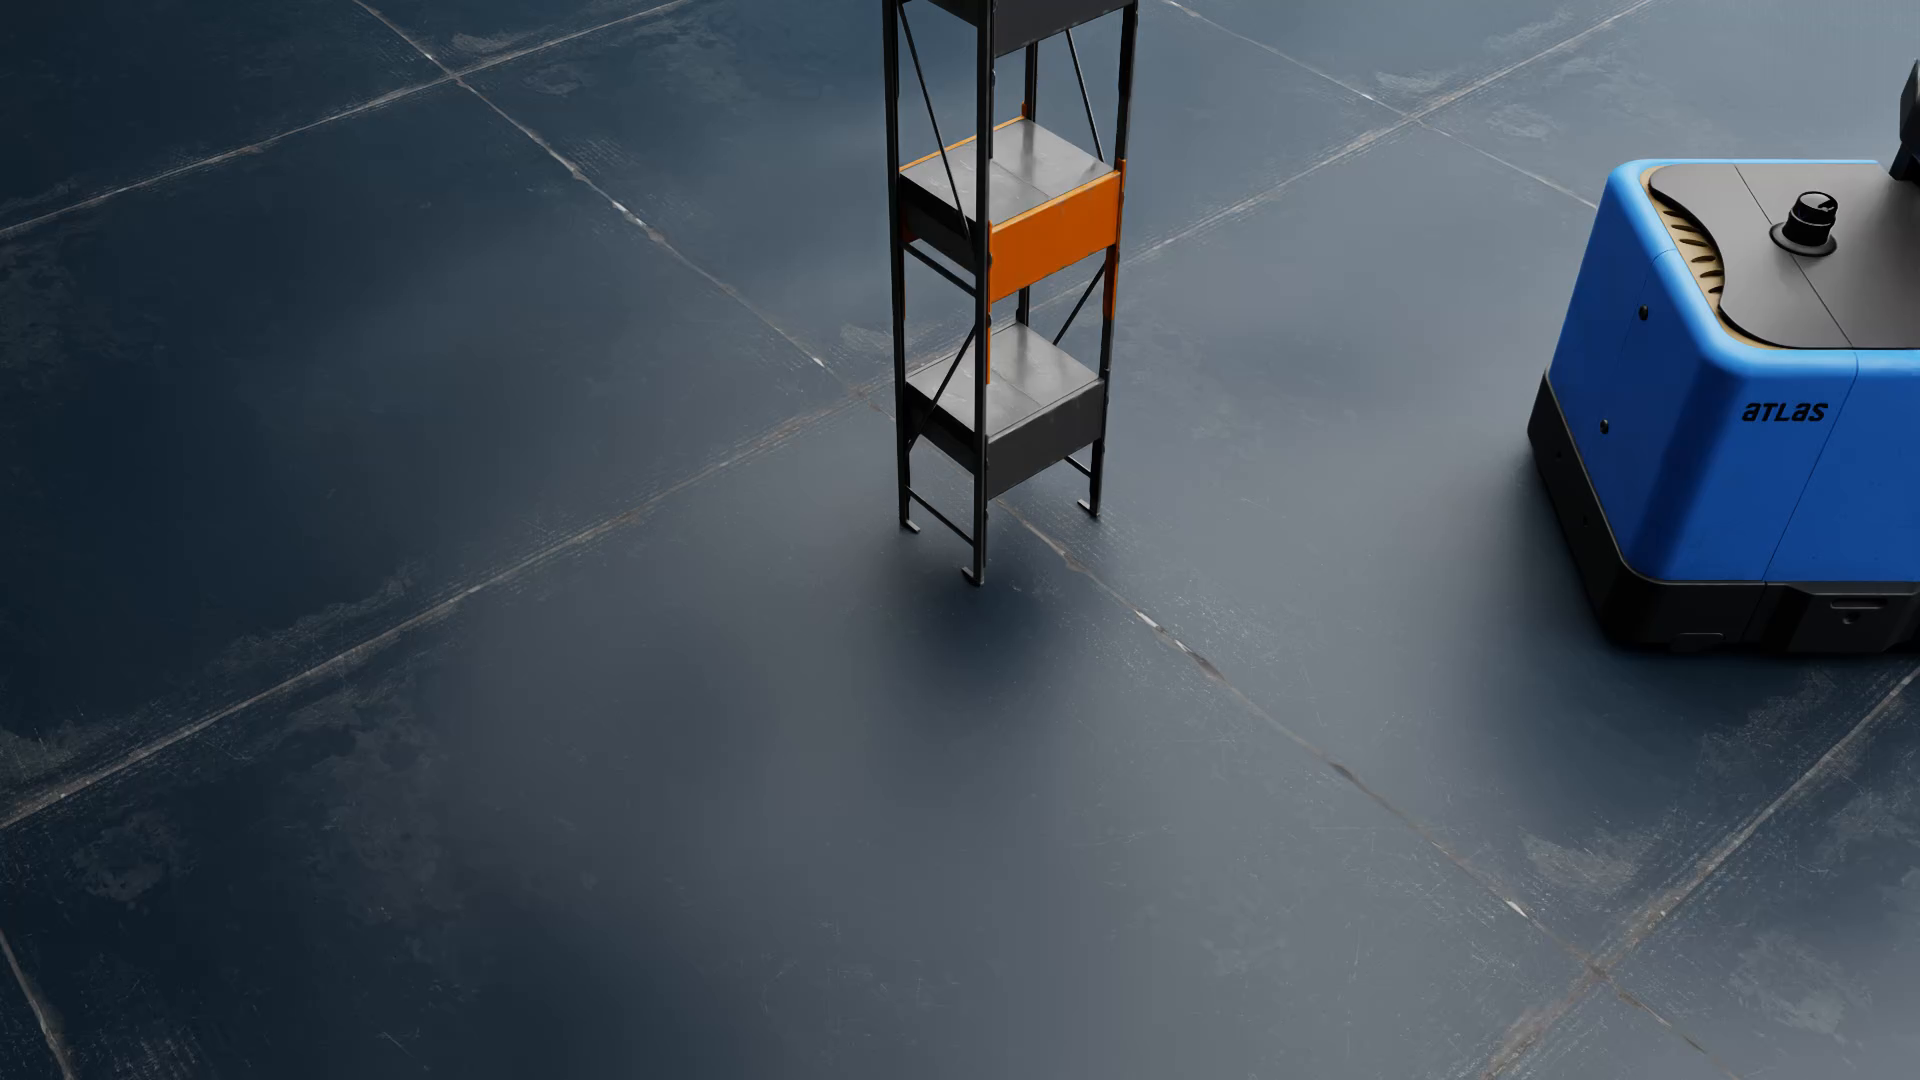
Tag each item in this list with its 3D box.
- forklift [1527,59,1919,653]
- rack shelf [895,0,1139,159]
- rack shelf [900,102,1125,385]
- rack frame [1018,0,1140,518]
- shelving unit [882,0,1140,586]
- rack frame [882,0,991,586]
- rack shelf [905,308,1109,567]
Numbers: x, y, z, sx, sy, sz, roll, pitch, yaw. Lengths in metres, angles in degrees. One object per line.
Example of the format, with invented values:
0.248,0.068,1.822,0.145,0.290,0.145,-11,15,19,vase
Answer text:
3.397,-1.074,4.253,3.031,2.935,1.130,0,43,0,forklift
0.127,-1.338,4.139,0.480,0.518,0.431,-30,51,-28,rack shelf
0.127,-0.828,4.618,0.480,0.518,0.431,-30,51,-28,rack shelf
0.314,-0.945,4.723,0.015,2.100,0.400,-30,51,-28,rack frame
0.127,-0.838,4.609,0.503,2.100,0.431,-30,51,-28,shelving unit
-0.060,-0.731,4.494,0.015,2.100,0.400,-30,51,-28,rack frame
0.127,-0.318,5.097,0.480,0.518,0.431,-30,51,-28,rack shelf
